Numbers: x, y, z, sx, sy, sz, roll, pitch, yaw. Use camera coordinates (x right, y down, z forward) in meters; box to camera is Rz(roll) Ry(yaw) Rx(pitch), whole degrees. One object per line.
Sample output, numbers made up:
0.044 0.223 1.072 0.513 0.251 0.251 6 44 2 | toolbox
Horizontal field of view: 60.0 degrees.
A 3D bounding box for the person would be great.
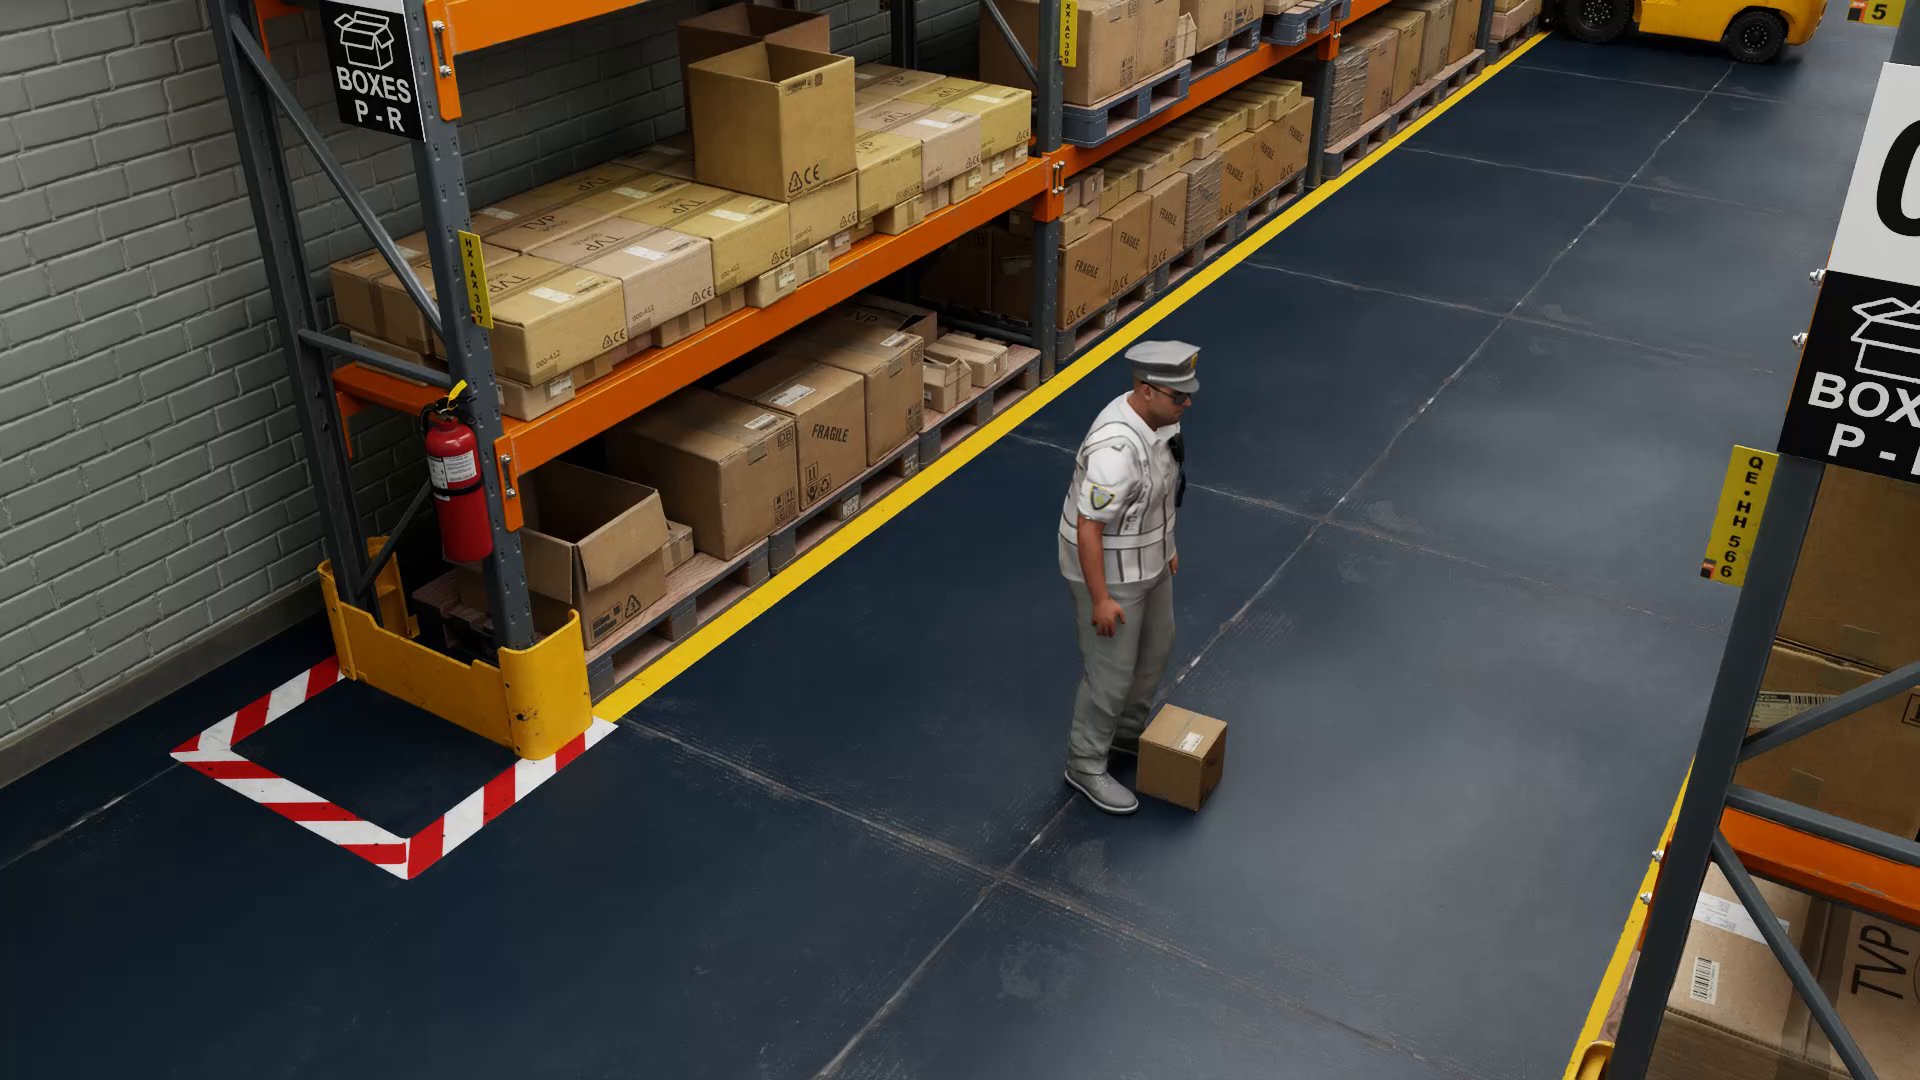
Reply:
0.604 0.100 5.951 0.466 1.748 0.587 17 34 27 | person
